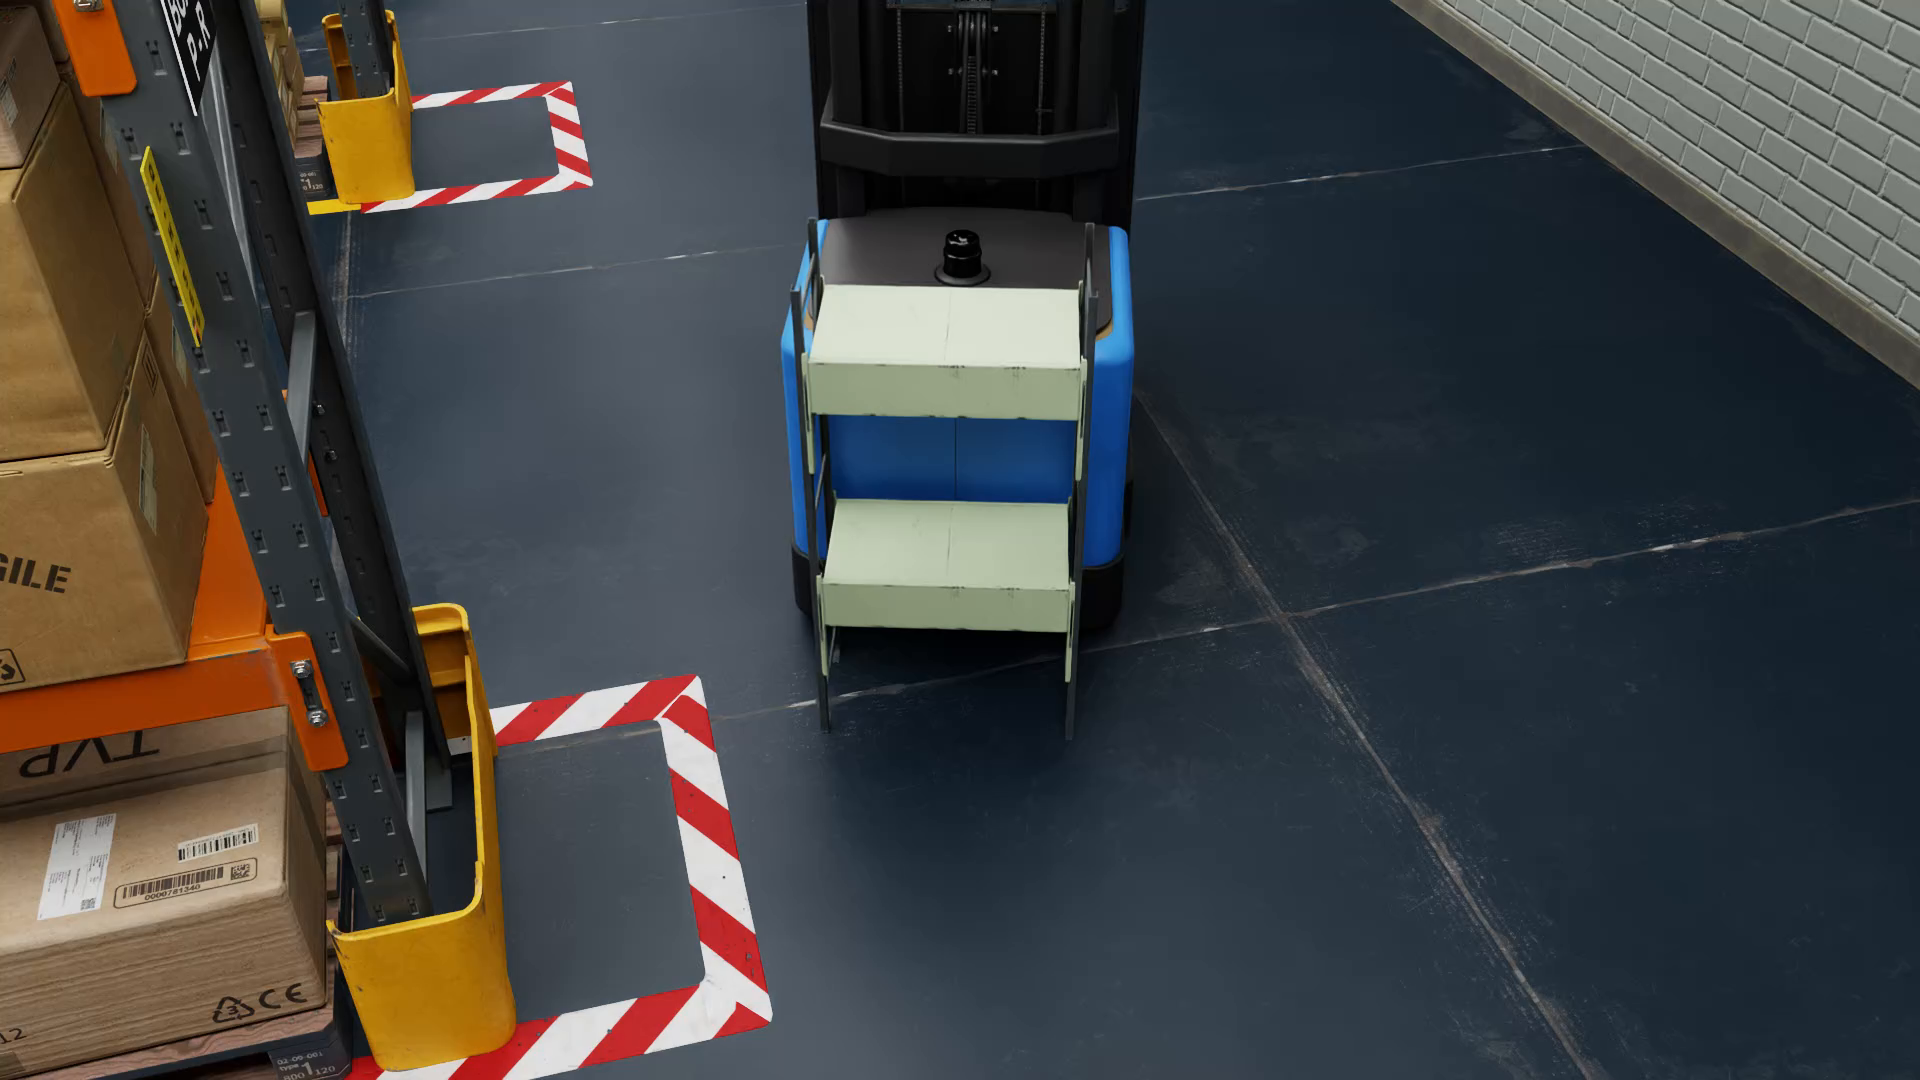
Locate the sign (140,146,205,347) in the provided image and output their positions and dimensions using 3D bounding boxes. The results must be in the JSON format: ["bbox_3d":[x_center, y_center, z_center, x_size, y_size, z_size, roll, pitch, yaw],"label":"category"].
[{"bbox_3d":[-1.307,-0.485,2.767,0.005,0.325,0.100,-9,38,-12],"label":"sign"}]

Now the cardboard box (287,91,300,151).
[{"bbox_3d":[-3.277,-1.968,7.854,0.250,0.149,0.380,-9,38,-11],"label":"cardboard box"}]

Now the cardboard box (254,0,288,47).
[{"bbox_3d":[-3.418,-2.526,8.094,0.250,0.149,0.380,-11,39,-14],"label":"cardboard box"}]

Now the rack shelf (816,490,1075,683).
[{"bbox_3d":[-0.032,0.132,4.879,0.720,0.370,0.431,1,37,2],"label":"rack shelf"}]

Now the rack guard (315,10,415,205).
[{"bbox_3d":[-2.897,-2.134,8.128,0.348,0.500,1.175,-9,38,-12],"label":"rack guard"}]

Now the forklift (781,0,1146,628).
[{"bbox_3d":[0.064,-1.759,5.638,1.130,2.935,3.031,2,37,2],"label":"forklift"}]

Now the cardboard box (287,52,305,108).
[{"bbox_3d":[-3.413,-2.278,8.260,0.250,0.149,0.380,-9,38,-11],"label":"cardboard box"}]

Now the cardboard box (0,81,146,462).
[{"bbox_3d":[-1.839,-0.472,2.993,0.500,0.500,0.500,-8,38,-10],"label":"cardboard box"}]

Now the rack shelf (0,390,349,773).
[{"bbox_3d":[-3.366,0.351,3.414,4.000,0.370,1.077,-9,38,-12],"label":"rack shelf"}]

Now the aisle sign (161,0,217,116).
[{"bbox_3d":[-1.285,-1.113,2.597,0.004,0.787,0.394,-9,38,-12],"label":"aisle sign"}]

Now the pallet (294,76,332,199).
[{"bbox_3d":[-3.691,-1.911,8.075,1.213,0.211,1.003,-9,38,-12],"label":"pallet"}]

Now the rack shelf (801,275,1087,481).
[{"bbox_3d":[-0.032,-0.437,4.444,0.720,0.370,0.431,1,37,2],"label":"rack shelf"}]

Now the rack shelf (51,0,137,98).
[{"bbox_3d":[-3.366,-0.840,2.503,4.000,0.370,1.077,-9,38,-12],"label":"rack shelf"}]

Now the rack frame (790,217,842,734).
[{"bbox_3d":[-0.398,-0.136,4.693,0.023,1.500,0.400,1,37,2],"label":"rack frame"}]

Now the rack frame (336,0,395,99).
[{"bbox_3d":[-2.824,-3.139,7.384,0.127,3.000,1.000,-9,38,-12],"label":"rack frame"}]

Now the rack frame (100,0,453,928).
[{"bbox_3d":[-1.435,-0.251,3.610,0.127,3.000,1.000,-9,38,-12],"label":"rack frame"}]

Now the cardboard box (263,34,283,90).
[{"bbox_3d":[-3.269,-2.177,7.638,0.250,0.149,0.380,-9,38,-11],"label":"cardboard box"}]

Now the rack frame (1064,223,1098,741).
[{"bbox_3d":[0.334,-0.117,4.669,0.023,1.500,0.400,1,37,2],"label":"rack frame"}]

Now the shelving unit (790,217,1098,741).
[{"bbox_3d":[-0.032,-0.127,4.681,0.755,1.500,0.431,1,37,2],"label":"shelving unit"}]

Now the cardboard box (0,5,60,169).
[{"bbox_3d":[-1.730,-0.771,2.851,0.250,0.149,0.380,-9,38,-11],"label":"cardboard box"}]

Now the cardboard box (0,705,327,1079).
[{"bbox_3d":[-2.047,0.763,4.047,0.875,0.438,0.875,-11,39,-13],"label":"cardboard box"}]

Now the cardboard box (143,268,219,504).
[{"bbox_3d":[-1.974,-0.383,3.700,0.500,0.500,0.500,-10,38,-12],"label":"cardboard box"}]

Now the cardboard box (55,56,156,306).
[{"bbox_3d":[-1.973,-0.779,3.395,0.500,0.500,0.500,-10,39,-13],"label":"cardboard box"}]

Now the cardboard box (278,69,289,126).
[{"bbox_3d":[-3.259,-2.040,7.704,0.250,0.149,0.380,-10,39,-13],"label":"cardboard box"}]

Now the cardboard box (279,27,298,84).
[{"bbox_3d":[-3.396,-2.359,8.121,0.250,0.149,0.380,-8,38,-10],"label":"cardboard box"}]

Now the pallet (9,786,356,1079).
[{"bbox_3d":[-2.187,1.029,4.231,1.213,0.211,1.003,-9,38,-12],"label":"pallet"}]

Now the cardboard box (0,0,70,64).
[{"bbox_3d":[-1.850,-1.052,3.217,0.250,0.149,0.380,-9,38,-11],"label":"cardboard box"}]

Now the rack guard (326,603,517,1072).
[{"bbox_3d":[-1.412,0.738,4.374,0.348,0.500,1.175,-9,38,-12],"label":"rack guard"}]

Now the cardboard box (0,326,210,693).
[{"bbox_3d":[-1.832,-0.059,3.276,0.500,0.500,0.500,-9,38,-12],"label":"cardboard box"}]
